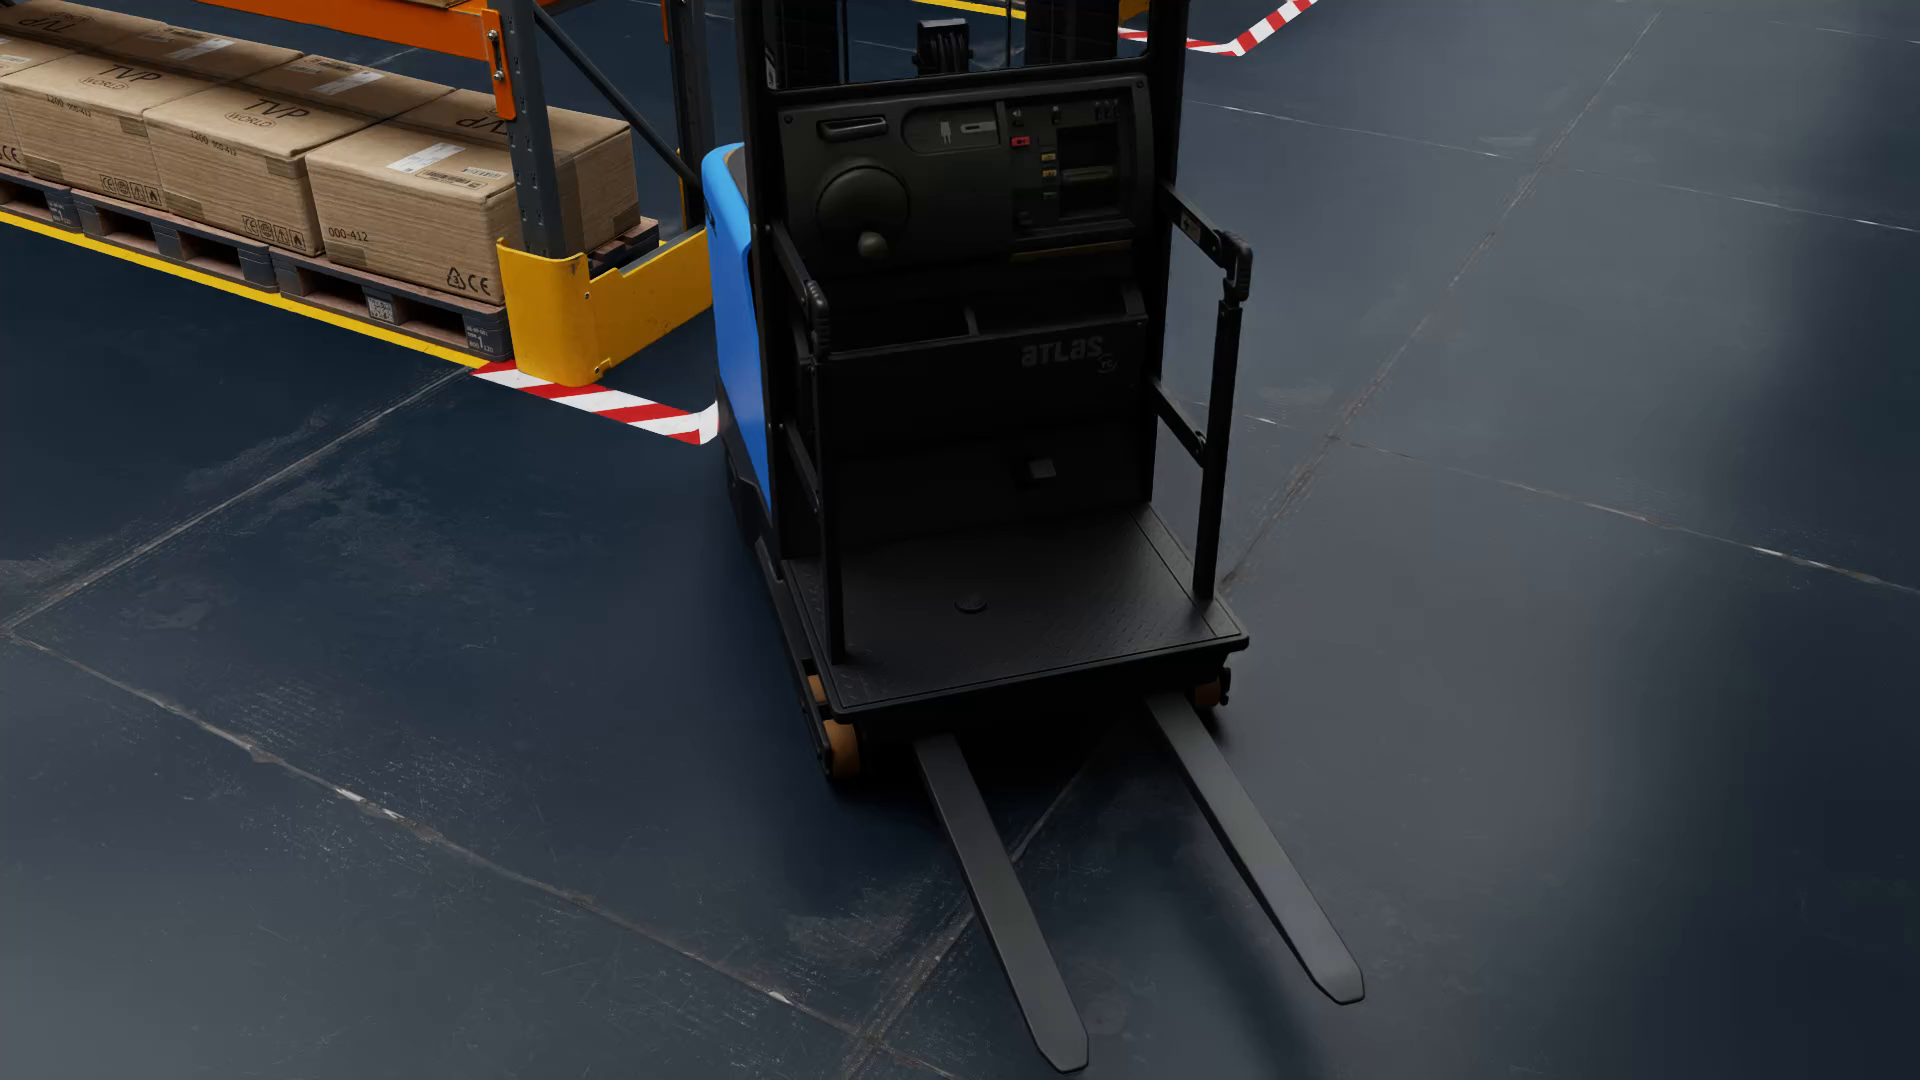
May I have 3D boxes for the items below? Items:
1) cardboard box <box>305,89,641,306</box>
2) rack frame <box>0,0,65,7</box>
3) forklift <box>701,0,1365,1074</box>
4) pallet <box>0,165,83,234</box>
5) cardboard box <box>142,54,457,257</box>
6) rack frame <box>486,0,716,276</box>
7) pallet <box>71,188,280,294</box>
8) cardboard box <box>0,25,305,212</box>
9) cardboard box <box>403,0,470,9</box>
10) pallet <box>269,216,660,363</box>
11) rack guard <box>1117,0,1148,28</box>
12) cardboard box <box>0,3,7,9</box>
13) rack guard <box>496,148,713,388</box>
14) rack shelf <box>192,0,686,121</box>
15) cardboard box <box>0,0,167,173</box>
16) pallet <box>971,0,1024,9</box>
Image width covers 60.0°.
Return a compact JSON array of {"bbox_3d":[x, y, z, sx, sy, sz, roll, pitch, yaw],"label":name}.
[{"bbox_3d":[-1.887,-1.370,6.534,0.875,0.438,0.875,16,37,23],"label":"cardboard box"},{"bbox_3d":[-4.738,-3.228,7.391,0.127,3.000,1.000,18,37,24],"label":"rack frame"},{"bbox_3d":[0.090,-0.842,3.871,1.130,2.935,3.031,-9,35,-14],"label":"forklift"},{"bbox_3d":[-4.116,-1.821,7.794,1.213,0.211,1.003,18,37,24],"label":"pallet"},{"bbox_3d":[-2.686,-1.617,6.905,0.875,0.438,0.875,19,38,26],"label":"cardboard box"},{"bbox_3d":[-1.265,-2.128,5.739,0.127,3.000,1.000,18,37,24],"label":"rack frame"},{"bbox_3d":[-3.053,-1.486,7.291,1.213,0.211,1.003,18,37,24],"label":"pallet"},{"bbox_3d":[-3.468,-1.866,7.279,0.875,0.438,0.875,16,37,23],"label":"cardboard box"},{"bbox_3d":[-1.815,-2.175,5.720,0.500,0.500,0.500,18,38,25],"label":"cardboard box"},{"bbox_3d":[-1.998,-1.150,6.786,1.213,0.211,1.003,18,37,24],"label":"pallet"},{"bbox_3d":[1.038,-3.518,10.083,0.348,0.500,1.175,18,37,24],"label":"rack guard"},{"bbox_3d":[-5.316,-2.651,8.062,0.875,0.875,0.875,19,38,26],"label":"cardboard box"},{"bbox_3d":[-1.244,-1.081,6.422,0.348,0.500,1.175,18,37,24],"label":"rack guard"},{"bbox_3d":[-3.001,-2.379,6.765,4.000,0.370,1.077,18,37,24],"label":"rack shelf"},{"bbox_3d":[-4.246,-2.112,7.648,0.875,0.438,0.875,17,37,24],"label":"cardboard box"},{"bbox_3d":[0.350,-3.639,10.524,1.213,0.211,1.003,18,37,24],"label":"pallet"}]
